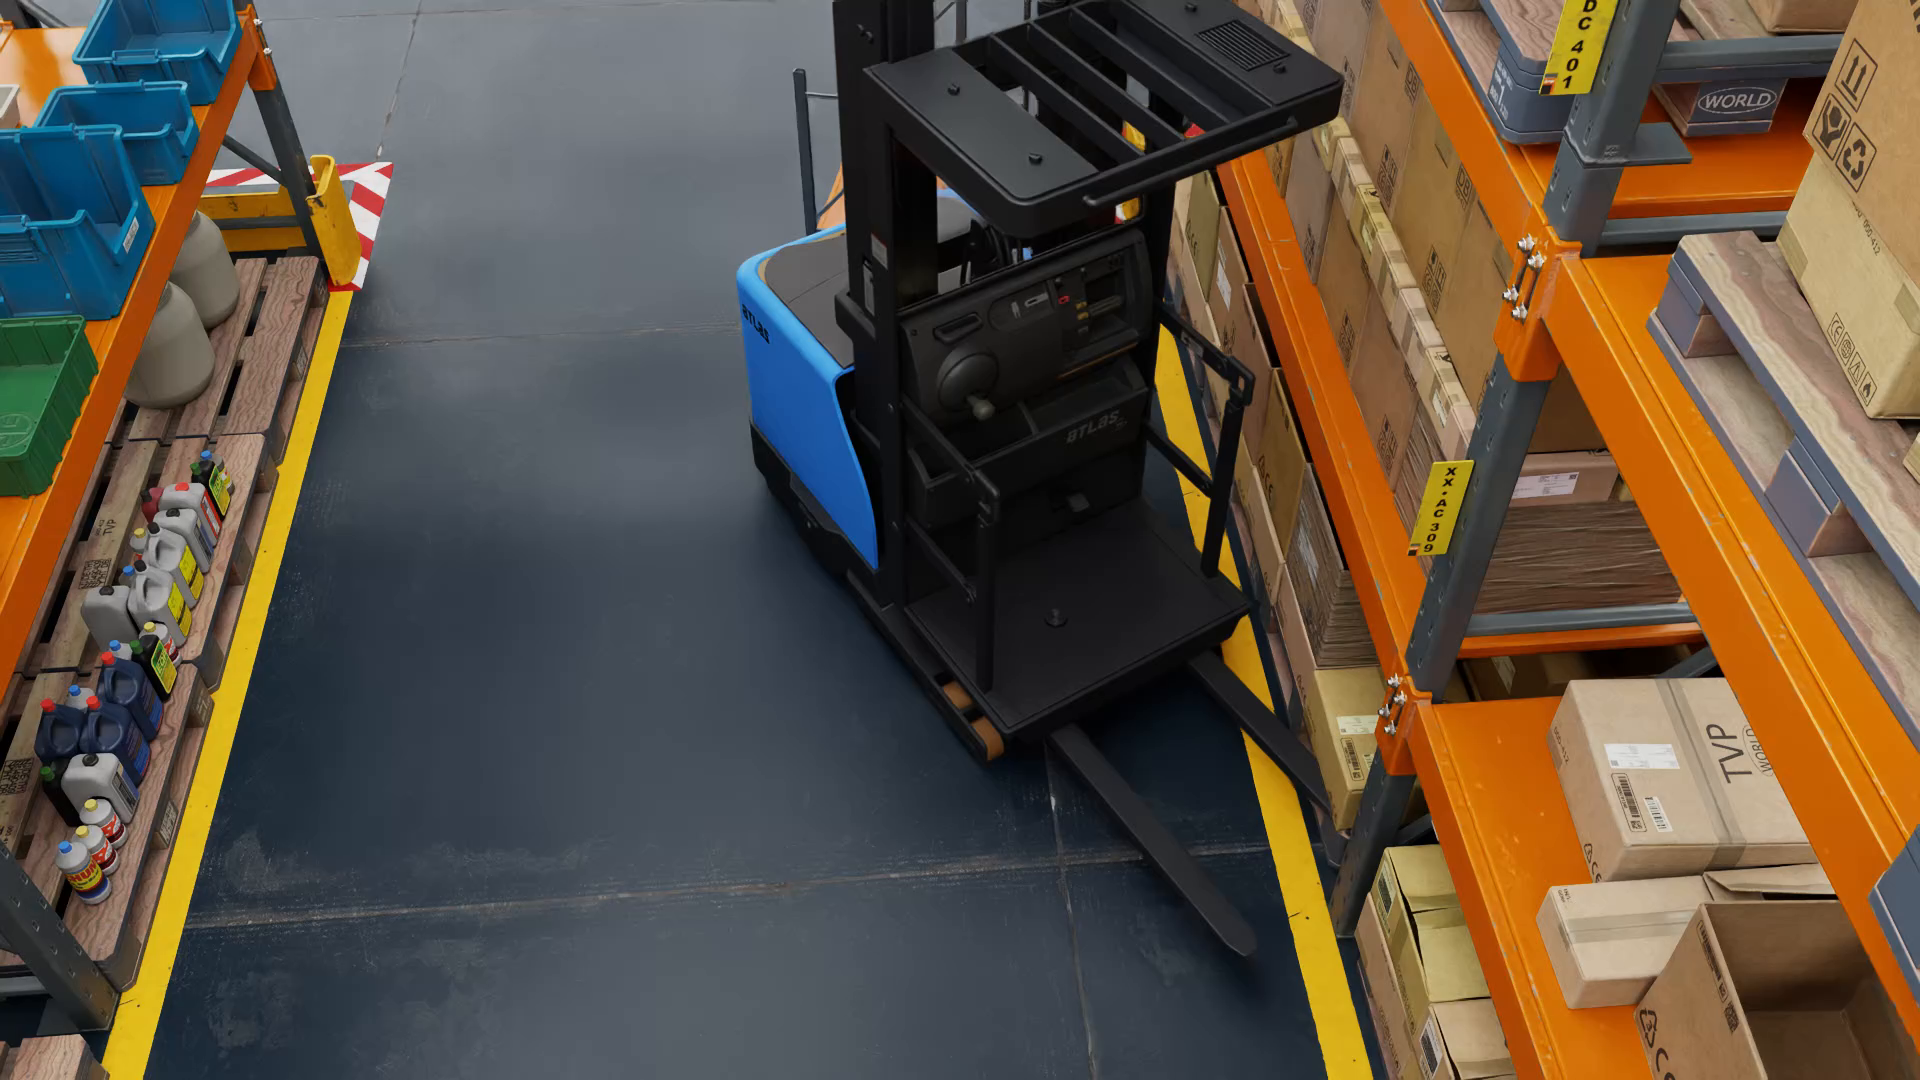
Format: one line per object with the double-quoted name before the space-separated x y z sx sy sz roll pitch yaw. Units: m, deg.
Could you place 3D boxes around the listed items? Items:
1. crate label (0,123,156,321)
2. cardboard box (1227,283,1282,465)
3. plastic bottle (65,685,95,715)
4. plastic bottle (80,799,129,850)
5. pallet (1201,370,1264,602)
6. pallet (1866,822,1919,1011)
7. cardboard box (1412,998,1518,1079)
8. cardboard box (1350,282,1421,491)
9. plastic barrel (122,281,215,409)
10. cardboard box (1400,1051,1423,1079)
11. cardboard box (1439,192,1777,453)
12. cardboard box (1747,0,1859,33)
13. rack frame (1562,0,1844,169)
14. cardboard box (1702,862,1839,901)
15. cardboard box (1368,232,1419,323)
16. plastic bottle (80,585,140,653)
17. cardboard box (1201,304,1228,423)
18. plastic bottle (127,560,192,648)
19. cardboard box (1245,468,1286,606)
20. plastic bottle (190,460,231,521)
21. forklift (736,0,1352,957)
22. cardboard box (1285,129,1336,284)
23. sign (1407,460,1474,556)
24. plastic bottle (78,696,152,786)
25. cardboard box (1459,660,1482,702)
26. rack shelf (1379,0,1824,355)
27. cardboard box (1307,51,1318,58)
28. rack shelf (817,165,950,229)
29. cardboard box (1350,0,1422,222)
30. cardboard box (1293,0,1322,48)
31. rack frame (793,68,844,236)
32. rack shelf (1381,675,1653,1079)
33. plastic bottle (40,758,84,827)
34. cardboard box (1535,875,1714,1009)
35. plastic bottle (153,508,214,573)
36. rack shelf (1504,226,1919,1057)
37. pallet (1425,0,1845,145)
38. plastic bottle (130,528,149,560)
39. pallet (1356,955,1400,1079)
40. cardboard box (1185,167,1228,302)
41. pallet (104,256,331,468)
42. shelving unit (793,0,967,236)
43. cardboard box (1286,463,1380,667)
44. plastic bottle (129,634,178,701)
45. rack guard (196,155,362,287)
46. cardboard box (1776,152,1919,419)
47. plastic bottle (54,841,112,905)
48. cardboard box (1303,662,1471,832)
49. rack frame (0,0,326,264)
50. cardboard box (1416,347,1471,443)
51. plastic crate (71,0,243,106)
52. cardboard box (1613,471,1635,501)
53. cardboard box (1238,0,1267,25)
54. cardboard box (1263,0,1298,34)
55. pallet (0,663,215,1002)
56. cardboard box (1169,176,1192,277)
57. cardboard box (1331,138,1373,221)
"crate label" -3.111 -1.078 5.681 0.502 0.435 0.616 -3 47 -3
"cardboard box" 1.348 -0.649 6.387 0.500 0.500 0.500 -3 47 -3
"plastic bottle" -2.986 0.593 5.699 0.097 0.271 0.097 0 47 0
"plastic bottle" -2.806 0.920 5.437 0.097 0.201 0.097 0 47 0
"pallet" 1.607 -0.289 6.878 1.003 0.211 1.213 -3 47 -3
"pallet" 1.829 0.848 1.945 1.003 0.211 1.213 -2 47 -1
"cardboard box" 1.560 1.499 4.482 0.500 0.311 0.500 -4 47 -4
"cardboard box" 1.643 -0.522 5.109 0.700 0.500 0.500 -4 47 -4
"plastic barrel" -3.361 -0.836 6.900 0.421 0.512 0.421 0 47 0
"cardboard box" 1.565 1.692 4.686 0.500 0.250 0.500 -2 47 -2
"cardboard box" 1.694 -0.587 4.277 0.700 0.500 0.500 -3 47 -3
"cardboard box" 1.958 -1.424 3.512 0.500 0.500 0.500 0 47 0
"rack frame" 1.737 -1.848 2.303 1.000 3.000 0.127 -3 47 -3
"cardboard box" 1.994 0.886 3.938 0.396 0.266 0.258 -5 47 -4
"cardboard box" 1.435 -0.785 4.912 0.380 0.149 0.250 -4 47 -3
"plastic bottle" -3.050 0.272 5.999 0.152 0.276 0.135 -3 47 -3
"cardboard box" 1.312 -0.754 7.002 0.500 0.250 0.500 -3 47 -3
"plastic bottle" -2.905 0.219 5.998 0.144 0.351 0.185 -4 47 -4
"cardboard box" 1.392 -0.030 6.317 0.500 0.250 0.500 -3 47 -3
"plastic bottle" -2.916 -0.213 6.453 0.061 0.283 0.133 -2 47 -2
"forklift" 0.356 -0.605 5.304 1.130 2.935 3.031 -25 51 -22
"cardboard box" 1.561 -1.255 5.804 0.700 0.500 0.500 -2 47 -2
"sign" 1.184 -0.075 4.105 0.100 0.325 0.005 -3 47 -3
"plastic bottle" -2.853 0.663 5.577 0.144 0.351 0.185 -2 47 -2
"cardboard box" 2.000 0.662 5.662 0.500 0.250 0.500 -3 47 -3
"rack shelf" 1.570 -2.017 5.023 1.077 0.370 4.000 -3 47 -3
"cardboard box" 1.348 -1.528 5.615 0.380 0.149 0.250 -3 47 -3
"rack shelf" -0.306 -1.503 7.388 0.538 0.185 1.000 7 47 7
"cardboard box" 1.609 -1.314 4.967 0.700 0.500 0.500 -4 47 -3
"cardboard box" 1.525 -2.038 5.652 0.700 0.500 0.500 -3 47 -3
"rack frame" -0.394 -1.263 6.914 0.500 1.500 0.032 7 47 7
"rack shelf" 1.904 1.909 3.372 1.077 0.370 4.000 -3 47 -3
"plastic bottle" -2.950 0.813 5.482 0.061 0.283 0.133 -3 47 -3
"cardboard box" 1.607 0.954 3.953 0.380 0.149 0.250 -3 47 -3
"plastic bottle" -2.938 -0.009 6.266 0.152 0.276 0.135 -5 47 -4
"rack shelf" 1.904 0.878 2.283 1.077 0.370 4.000 -3 47 -3
"pallet" 1.640 -1.402 4.007 1.003 0.211 1.213 -3 47 -3
"plastic bottle" -3.061 0.037 6.273 0.097 0.201 0.097 0 47 0
"pallet" 1.838 1.704 4.991 1.003 0.211 1.213 -3 47 -3
"cardboard box" 1.269 -1.373 7.073 0.500 0.500 0.500 -3 47 -3
"pallet" -3.418 -0.782 7.345 1.003 0.211 1.213 -3 47 -3
"shelving unit" -0.308 -1.620 7.252 0.587 1.500 1.083 7 47 7
"cardboard box" 1.450 0.073 5.703 0.500 0.500 0.500 -3 47 -3
"plastic bottle" -2.842 0.428 5.847 0.061 0.283 0.133 -2 47 -2
"rack guard" -3.481 -1.469 7.797 1.175 0.500 0.348 -3 47 -3
"cardboard box" 1.779 -0.463 2.871 0.500 0.250 0.500 1 47 1
"plastic bottle" -2.789 1.043 5.273 0.097 0.271 0.097 0 47 0
"cardboard box" 1.480 0.693 5.632 0.500 0.250 0.500 -3 47 -3
"rack frame" -3.534 -2.381 6.939 1.000 3.000 0.127 -3 47 -3
"cardboard box" 1.482 -0.406 4.553 0.380 0.149 0.250 -4 47 -4
"plastic crate" -3.194 -1.986 6.667 0.499 0.251 0.616 -3 47 -3
"cardboard box" 1.907 -0.249 4.404 0.380 0.149 0.250 -4 47 -3
"cardboard box" 1.477 -1.996 6.505 0.700 0.500 0.500 -2 47 -2
"cardboard box" 1.308 -1.893 5.961 0.380 0.149 0.250 -5 47 -5
"pallet" -3.214 0.983 5.673 1.003 0.211 1.213 -3 47 -3
"cardboard box" 1.225 -1.477 7.687 0.500 0.250 0.500 -3 47 -3
"cardboard box" 1.396 -1.145 5.253 0.380 0.149 0.250 -2 47 -2
